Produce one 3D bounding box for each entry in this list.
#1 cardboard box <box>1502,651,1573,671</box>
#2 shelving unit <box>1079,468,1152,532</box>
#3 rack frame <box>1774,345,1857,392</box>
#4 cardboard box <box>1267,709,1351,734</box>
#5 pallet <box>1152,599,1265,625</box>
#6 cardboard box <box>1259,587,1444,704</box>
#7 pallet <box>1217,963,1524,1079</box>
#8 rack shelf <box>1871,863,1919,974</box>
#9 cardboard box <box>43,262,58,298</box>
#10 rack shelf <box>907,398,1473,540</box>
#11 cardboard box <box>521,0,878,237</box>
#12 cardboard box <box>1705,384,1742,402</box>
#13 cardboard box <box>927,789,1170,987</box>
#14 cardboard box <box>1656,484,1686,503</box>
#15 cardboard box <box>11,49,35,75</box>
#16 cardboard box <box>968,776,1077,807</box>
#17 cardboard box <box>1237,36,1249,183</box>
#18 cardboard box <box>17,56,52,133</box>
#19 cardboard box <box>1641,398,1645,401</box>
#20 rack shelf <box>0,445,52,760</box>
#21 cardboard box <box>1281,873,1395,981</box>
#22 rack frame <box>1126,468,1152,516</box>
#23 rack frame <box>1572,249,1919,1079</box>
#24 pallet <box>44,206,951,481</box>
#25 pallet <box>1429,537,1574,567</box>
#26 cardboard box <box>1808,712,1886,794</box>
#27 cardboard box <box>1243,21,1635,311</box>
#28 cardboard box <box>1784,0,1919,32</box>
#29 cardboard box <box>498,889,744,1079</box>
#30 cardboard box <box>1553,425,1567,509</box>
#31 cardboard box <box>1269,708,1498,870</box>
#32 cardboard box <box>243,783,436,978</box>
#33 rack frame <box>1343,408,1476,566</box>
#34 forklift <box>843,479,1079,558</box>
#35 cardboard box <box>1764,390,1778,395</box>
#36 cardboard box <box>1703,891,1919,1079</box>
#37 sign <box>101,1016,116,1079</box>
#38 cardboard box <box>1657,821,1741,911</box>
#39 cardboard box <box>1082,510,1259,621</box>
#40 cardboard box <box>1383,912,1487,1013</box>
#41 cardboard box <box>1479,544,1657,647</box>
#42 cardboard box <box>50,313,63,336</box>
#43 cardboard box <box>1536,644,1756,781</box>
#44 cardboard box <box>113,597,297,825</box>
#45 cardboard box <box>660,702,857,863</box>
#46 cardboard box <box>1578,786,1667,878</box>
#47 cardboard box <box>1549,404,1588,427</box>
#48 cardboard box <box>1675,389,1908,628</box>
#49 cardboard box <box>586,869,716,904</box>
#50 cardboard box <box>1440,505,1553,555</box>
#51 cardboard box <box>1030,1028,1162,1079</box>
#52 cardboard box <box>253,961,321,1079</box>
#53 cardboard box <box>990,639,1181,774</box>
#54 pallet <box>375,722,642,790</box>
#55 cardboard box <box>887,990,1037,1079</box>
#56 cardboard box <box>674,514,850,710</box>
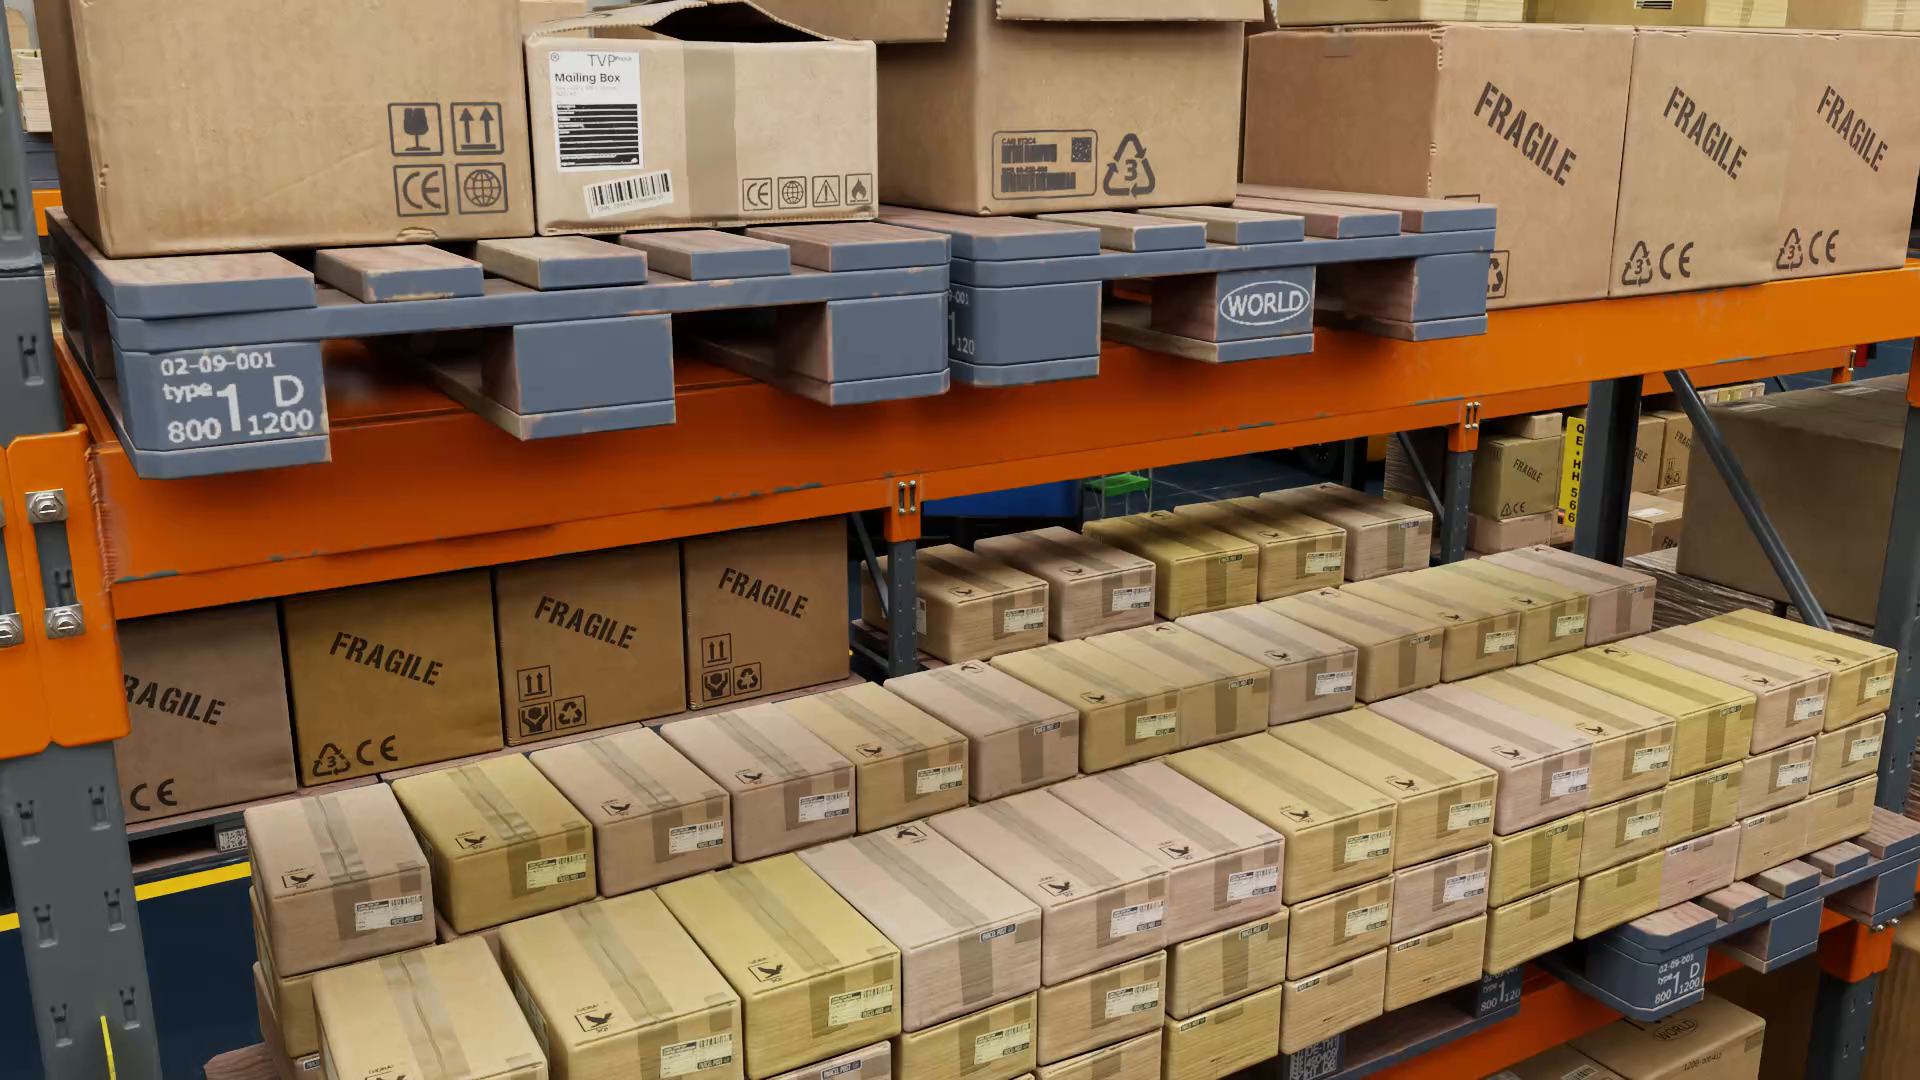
[{"bbox_3d":[1.358,0.325,4.330,0.250,0.149,0.380,-8,18,-27],"label":"cardboard box"},{"bbox_3d":[1.137,-0.660,12.040,0.503,1.200,0.258,-13,20,-39],"label":"shelving unit"},{"bbox_3d":[6.329,-1.753,12.606,0.127,3.000,1.000,-9,18,-30],"label":"rack frame"},{"bbox_3d":[0.701,0.432,3.947,0.250,0.149,0.380,-9,18,-30],"label":"cardboard box"},{"bbox_3d":[1.187,0.425,10.003,1.213,0.211,1.003,-9,18,-30],"label":"pallet"},{"bbox_3d":[0.943,0.250,4.047,0.250,0.149,0.380,-10,19,-32],"label":"cardboard box"},{"bbox_3d":[0.432,0.867,3.614,1.213,0.211,1.003,-9,18,-30],"label":"pallet"},{"bbox_3d":[3.822,0.559,5.692,4.000,0.370,1.077,-9,18,-30],"label":"rack shelf"},{"bbox_3d":[-5.987,-1.499,10.736,0.500,0.500,0.700,-9,18,-28],"label":"cardboard box"},{"bbox_3d":[1.186,-0.573,9.728,4.000,0.370,1.077,-9,18,-30],"label":"rack shelf"},{"bbox_3d":[-0.459,-0.631,2.433,0.500,0.311,0.500,-10,18,-30],"label":"cardboard box"},{"bbox_3d":[5.280,-1.032,11.760,0.250,0.149,0.380,-9,18,-29],"label":"cardboard box"},{"bbox_3d":[0.145,0.585,2.850,0.250,0.149,0.380,-9,18,-30],"label":"cardboard box"},{"bbox_3d":[4.881,-0.312,11.783,0.500,0.250,0.500,-10,18,-32],"label":"cardboard box"},{"bbox_3d":[-5.843,-2.943,10.246,0.250,0.149,0.380,-9,18,-29],"label":"cardboard box"},{"bbox_3d":[0.046,0.537,3.574,0.250,0.149,0.380,-9,18,-29],"label":"cardboard box"},{"bbox_3d":[0.630,-0.843,3.616,0.500,0.500,0.500,-9,18,-30],"label":"cardboard box"},{"bbox_3d":[-3.348,-1.655,6.171,0.258,0.266,0.396,-9,18,-30],"label":"cardboard box"},{"bbox_3d":[4.595,-0.799,12.130,0.500,0.500,0.500,-9,18,-29],"label":"cardboard box"},{"bbox_3d":[-3.035,0.226,1.320,4.000,0.370,1.077,-9,18,-30],"label":"rack shelf"},{"bbox_3d":[0.593,0.656,3.150,0.250,0.149,0.380,-10,18,-31],"label":"cardboard box"},{"bbox_3d":[1.321,-0.703,12.193,0.015,1.200,0.240,-13,20,-39],"label":"rack frame"},{"bbox_3d":[2.108,0.490,4.603,0.127,3.000,1.000,-9,18,-30],"label":"rack frame"},{"bbox_3d":[-0.737,-0.369,2.459,1.003,0.211,1.213,-9,18,-30],"label":"pallet"},{"bbox_3d":[3.458,0.044,11.361,1.213,0.211,1.003,-9,18,-30],"label":"pallet"},{"bbox_3d":[1.919,0.440,3.920,0.250,0.149,0.380,-9,18,-29],"label":"cardboard box"},{"bbox_3d":[0.896,-0.723,3.189,0.500,0.500,0.500,-9,18,-30],"label":"cardboard box"},{"bbox_3d":[1.895,-1.254,3.667,0.258,0.266,0.396,-9,18,-30],"label":"cardboard box"},{"bbox_3d":[-0.511,0.690,2.476,0.250,0.149,0.380,-9,18,-28],"label":"cardboard box"},{"bbox_3d":[3.998,-0.533,11.181,0.500,0.500,0.500,-8,18,-27],"label":"cardboard box"},{"bbox_3d":[0.814,0.476,3.240,0.250,0.149,0.380,-8,18,-27],"label":"cardboard box"},{"bbox_3d":[-1.078,0.578,2.877,0.250,0.149,0.380,-8,18,-27],"label":"cardboard box"},{"bbox_3d":[2.900,-1.197,10.623,0.127,3.000,1.000,-9,18,-30],"label":"rack frame"},{"bbox_3d":[-0.681,-1.427,11.570,3.031,2.935,1.130,1,16,3],"label":"forklift"},{"bbox_3d":[5.777,-0.821,12.207,0.500,0.500,0.500,-9,18,-29],"label":"cardboard box"},{"bbox_3d":[2.676,1.307,5.078,0.750,0.750,1.050,-9,18,-30],"label":"cardboard box"},{"bbox_3d":[-1.035,0.754,2.059,0.005,0.325,0.100,-9,18,-30],"label":"sign"},{"bbox_3d":[1.487,0.654,3.707,0.250,0.149,0.380,-9,18,-29],"label":"cardboard box"},{"bbox_3d":[1.243,0.137,9.953,0.625,0.372,0.950,-9,18,-28],"label":"cardboard box"},{"bbox_3d":[0.819,0.761,3.325,0.250,0.149,0.380,-9,18,-28],"label":"cardboard box"},{"bbox_3d":[1.608,0.143,4.429,0.250,0.149,0.380,-9,18,-30],"label":"cardboard box"},{"bbox_3d":[-3.432,-0.609,6.488,0.500,0.500,0.500,-9,18,-29],"label":"cardboard box"},{"bbox_3d":[1.483,0.368,3.626,0.250,0.149,0.380,-9,18,-28],"label":"cardboard box"},{"bbox_3d":[-3.467,0.631,7.259,0.875,0.875,0.875,-9,18,-28],"label":"cardboard box"},{"bbox_3d":[-0.400,0.468,3.268,0.250,0.149,0.380,-9,18,-30],"label":"cardboard box"},{"bbox_3d":[1.252,0.549,3.530,0.250,0.149,0.380,-9,18,-30],"label":"cardboard box"},{"bbox_3d":[4.123,-0.844,11.087,0.250,0.149,0.380,-8,18,-28],"label":"cardboard box"},{"bbox_3d":[2.498,-0.099,4.669,0.500,0.500,0.700,-9,18,-30],"label":"cardboard box"},{"bbox_3d":[-0.642,0.650,3.170,0.250,0.149,0.380,-8,18,-27],"label":"cardboard box"},{"bbox_3d":[3.545,-0.095,11.007,0.500,0.250,0.500,-10,19,-32],"label":"cardboard box"},{"bbox_3d":[0.138,0.873,2.926,0.250,0.149,0.380,-10,19,-32],"label":"cardboard box"},{"bbox_3d":[-1.083,0.864,2.957,0.250,0.149,0.380,-10,18,-31],"label":"cardboard box"},{"bbox_3d":[0.270,0.359,3.657,0.250,0.149,0.380,-10,18,-30],"label":"cardboard box"},{"bbox_3d":[-2.288,0.962,8.086,1.213,0.211,1.003,-9,18,-30],"label":"pallet"},{"bbox_3d":[-0.082,0.765,2.761,0.250,0.149,0.380,-10,19,-32],"label":"cardboard box"},{"bbox_3d":[-1.163,0.257,8.595,0.875,0.875,0.875,-9,18,-30],"label":"cardboard box"}]
